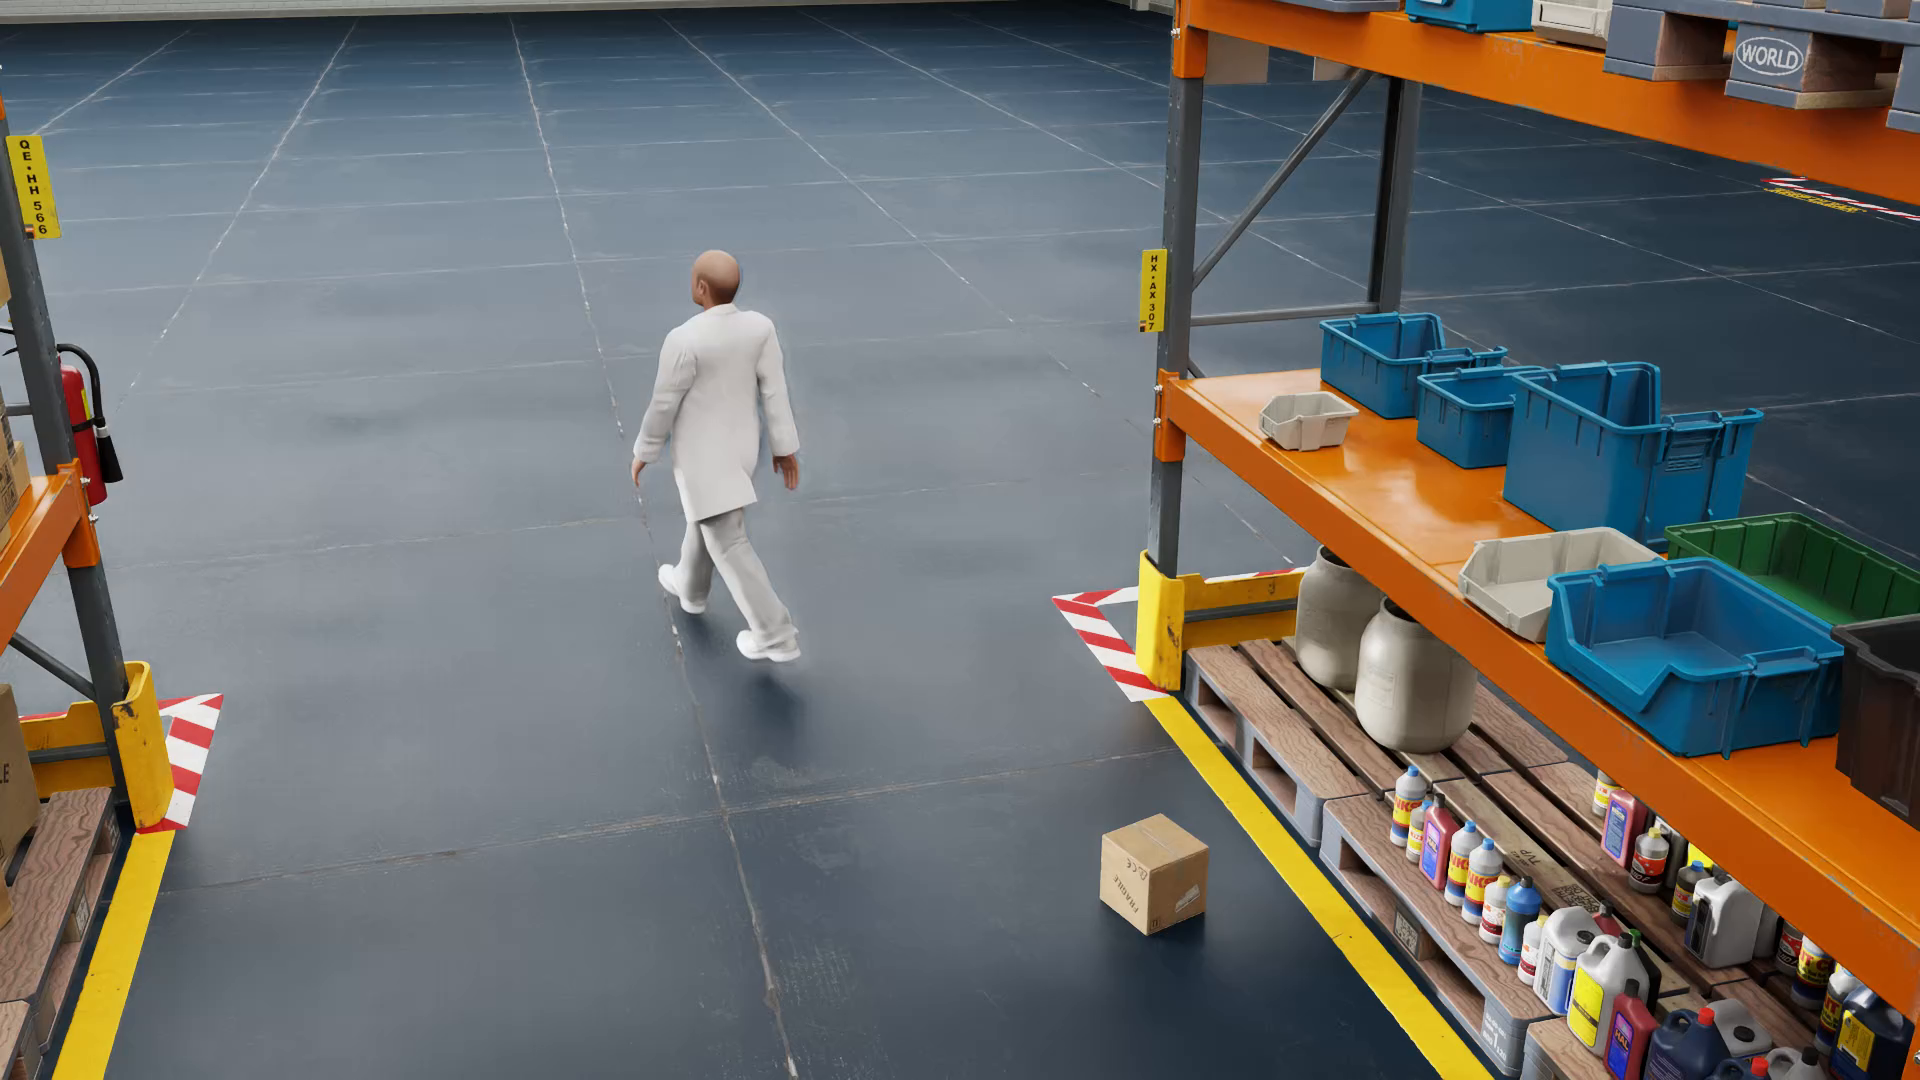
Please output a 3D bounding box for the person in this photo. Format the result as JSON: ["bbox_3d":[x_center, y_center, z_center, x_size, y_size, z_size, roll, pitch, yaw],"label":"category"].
[{"bbox_3d":[-1.053,-0.380,7.034,1.163,1.722,0.610,18,28,36],"label":"person"}]
